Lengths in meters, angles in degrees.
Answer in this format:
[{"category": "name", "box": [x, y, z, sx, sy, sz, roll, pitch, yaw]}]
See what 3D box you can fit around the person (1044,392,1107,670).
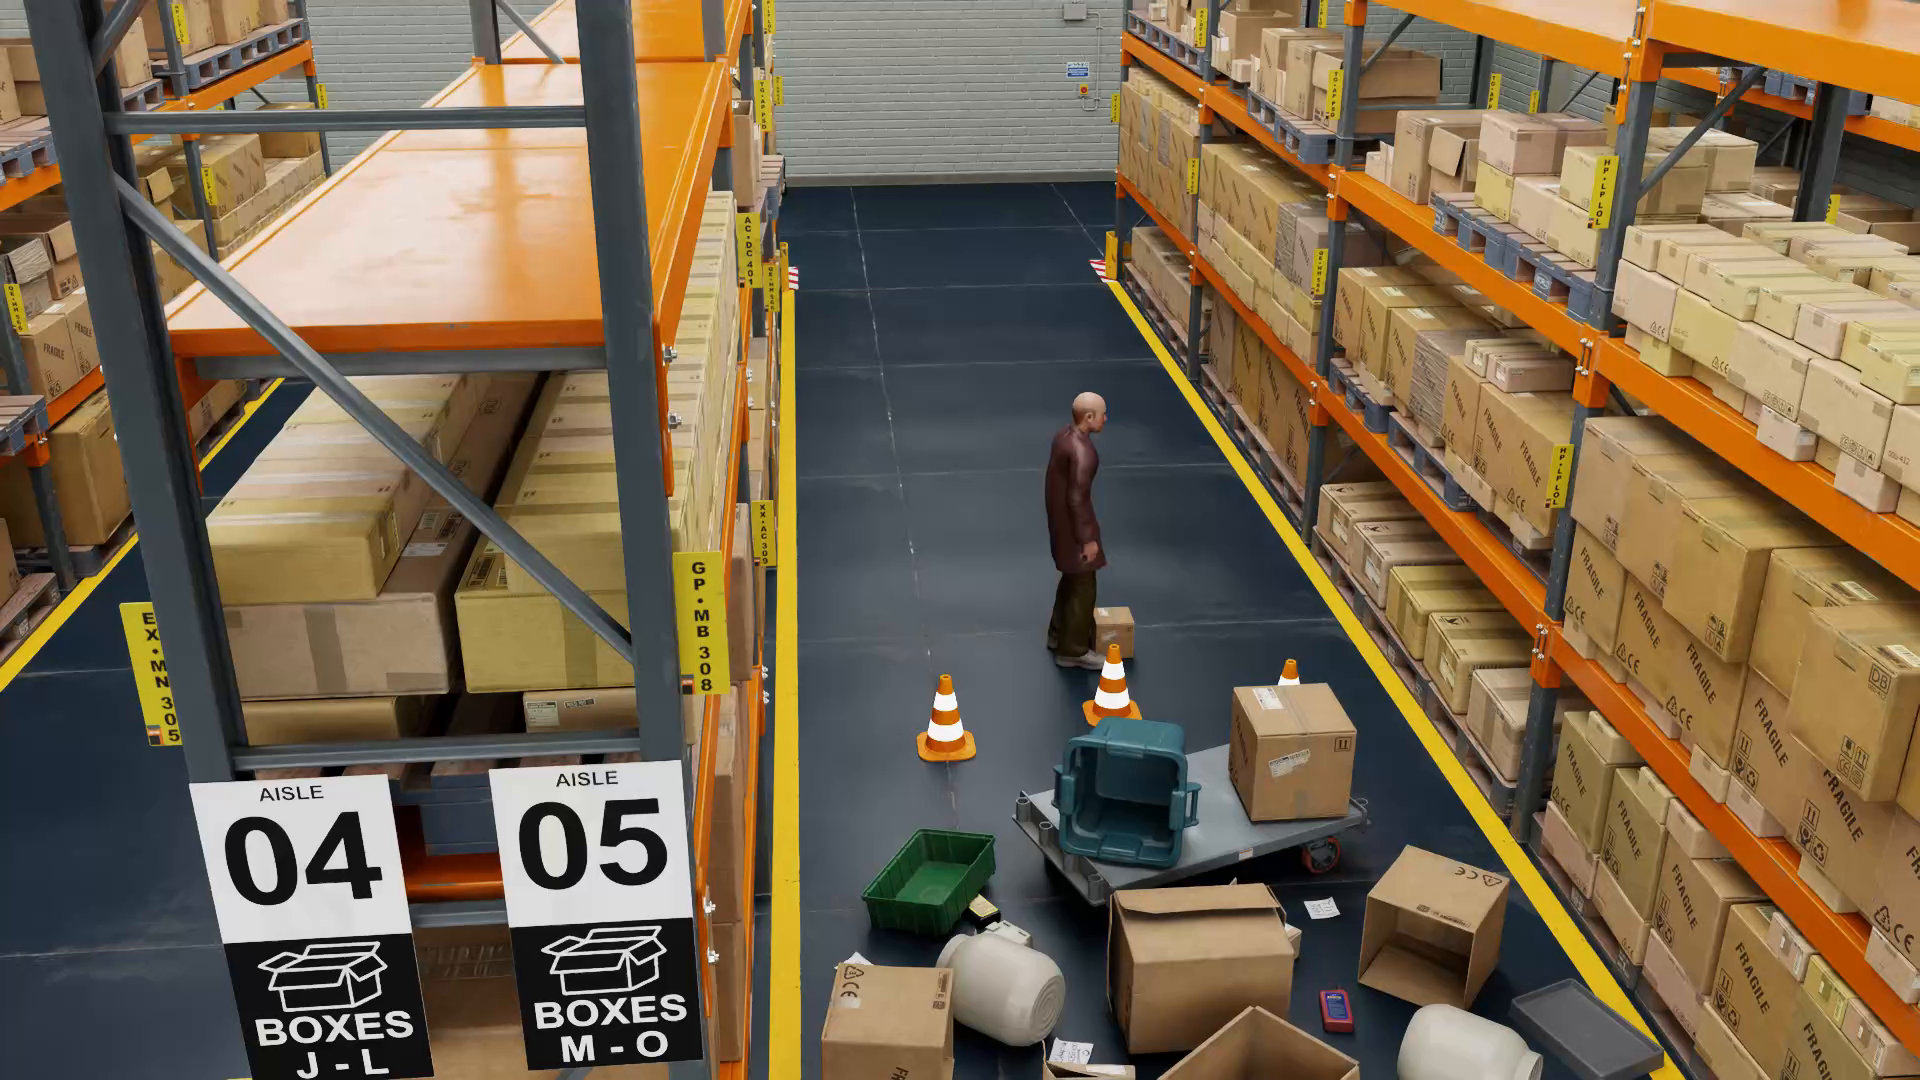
[{"category": "person", "box": [0.749, -0.079, 10.540, 0.427, 1.774, 0.644, -2, 23, -5]}]
